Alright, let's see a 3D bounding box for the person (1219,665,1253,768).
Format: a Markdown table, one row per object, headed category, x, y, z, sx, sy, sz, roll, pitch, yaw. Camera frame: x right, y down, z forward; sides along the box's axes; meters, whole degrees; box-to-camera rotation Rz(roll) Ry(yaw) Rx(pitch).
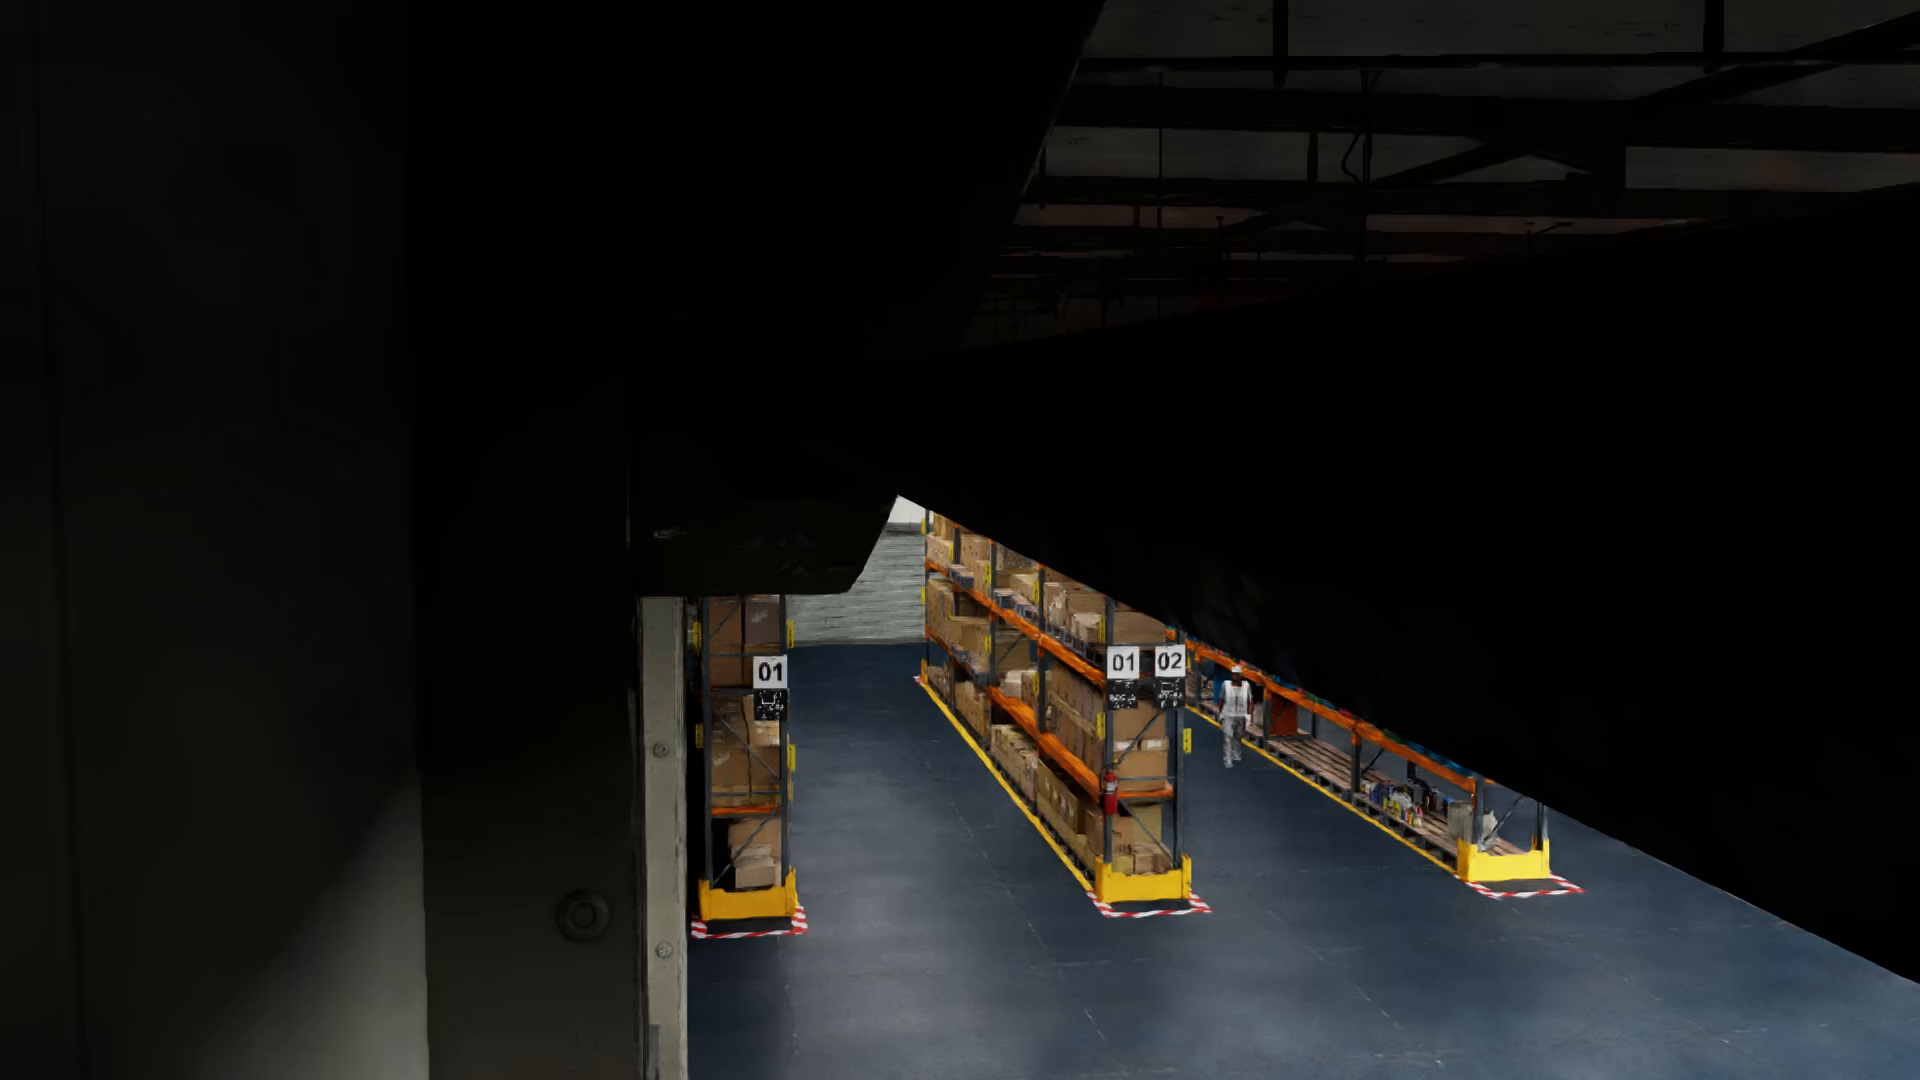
| category | x | y | z | sx | sy | sz | roll | pitch | yaw |
| --- | --- | --- | --- | --- | --- | --- | --- | --- | --- |
| person | 4.695 | 2.973 | 28.257 | 0.554 | 1.722 | 1.037 | 0 | 5 | 0 |
